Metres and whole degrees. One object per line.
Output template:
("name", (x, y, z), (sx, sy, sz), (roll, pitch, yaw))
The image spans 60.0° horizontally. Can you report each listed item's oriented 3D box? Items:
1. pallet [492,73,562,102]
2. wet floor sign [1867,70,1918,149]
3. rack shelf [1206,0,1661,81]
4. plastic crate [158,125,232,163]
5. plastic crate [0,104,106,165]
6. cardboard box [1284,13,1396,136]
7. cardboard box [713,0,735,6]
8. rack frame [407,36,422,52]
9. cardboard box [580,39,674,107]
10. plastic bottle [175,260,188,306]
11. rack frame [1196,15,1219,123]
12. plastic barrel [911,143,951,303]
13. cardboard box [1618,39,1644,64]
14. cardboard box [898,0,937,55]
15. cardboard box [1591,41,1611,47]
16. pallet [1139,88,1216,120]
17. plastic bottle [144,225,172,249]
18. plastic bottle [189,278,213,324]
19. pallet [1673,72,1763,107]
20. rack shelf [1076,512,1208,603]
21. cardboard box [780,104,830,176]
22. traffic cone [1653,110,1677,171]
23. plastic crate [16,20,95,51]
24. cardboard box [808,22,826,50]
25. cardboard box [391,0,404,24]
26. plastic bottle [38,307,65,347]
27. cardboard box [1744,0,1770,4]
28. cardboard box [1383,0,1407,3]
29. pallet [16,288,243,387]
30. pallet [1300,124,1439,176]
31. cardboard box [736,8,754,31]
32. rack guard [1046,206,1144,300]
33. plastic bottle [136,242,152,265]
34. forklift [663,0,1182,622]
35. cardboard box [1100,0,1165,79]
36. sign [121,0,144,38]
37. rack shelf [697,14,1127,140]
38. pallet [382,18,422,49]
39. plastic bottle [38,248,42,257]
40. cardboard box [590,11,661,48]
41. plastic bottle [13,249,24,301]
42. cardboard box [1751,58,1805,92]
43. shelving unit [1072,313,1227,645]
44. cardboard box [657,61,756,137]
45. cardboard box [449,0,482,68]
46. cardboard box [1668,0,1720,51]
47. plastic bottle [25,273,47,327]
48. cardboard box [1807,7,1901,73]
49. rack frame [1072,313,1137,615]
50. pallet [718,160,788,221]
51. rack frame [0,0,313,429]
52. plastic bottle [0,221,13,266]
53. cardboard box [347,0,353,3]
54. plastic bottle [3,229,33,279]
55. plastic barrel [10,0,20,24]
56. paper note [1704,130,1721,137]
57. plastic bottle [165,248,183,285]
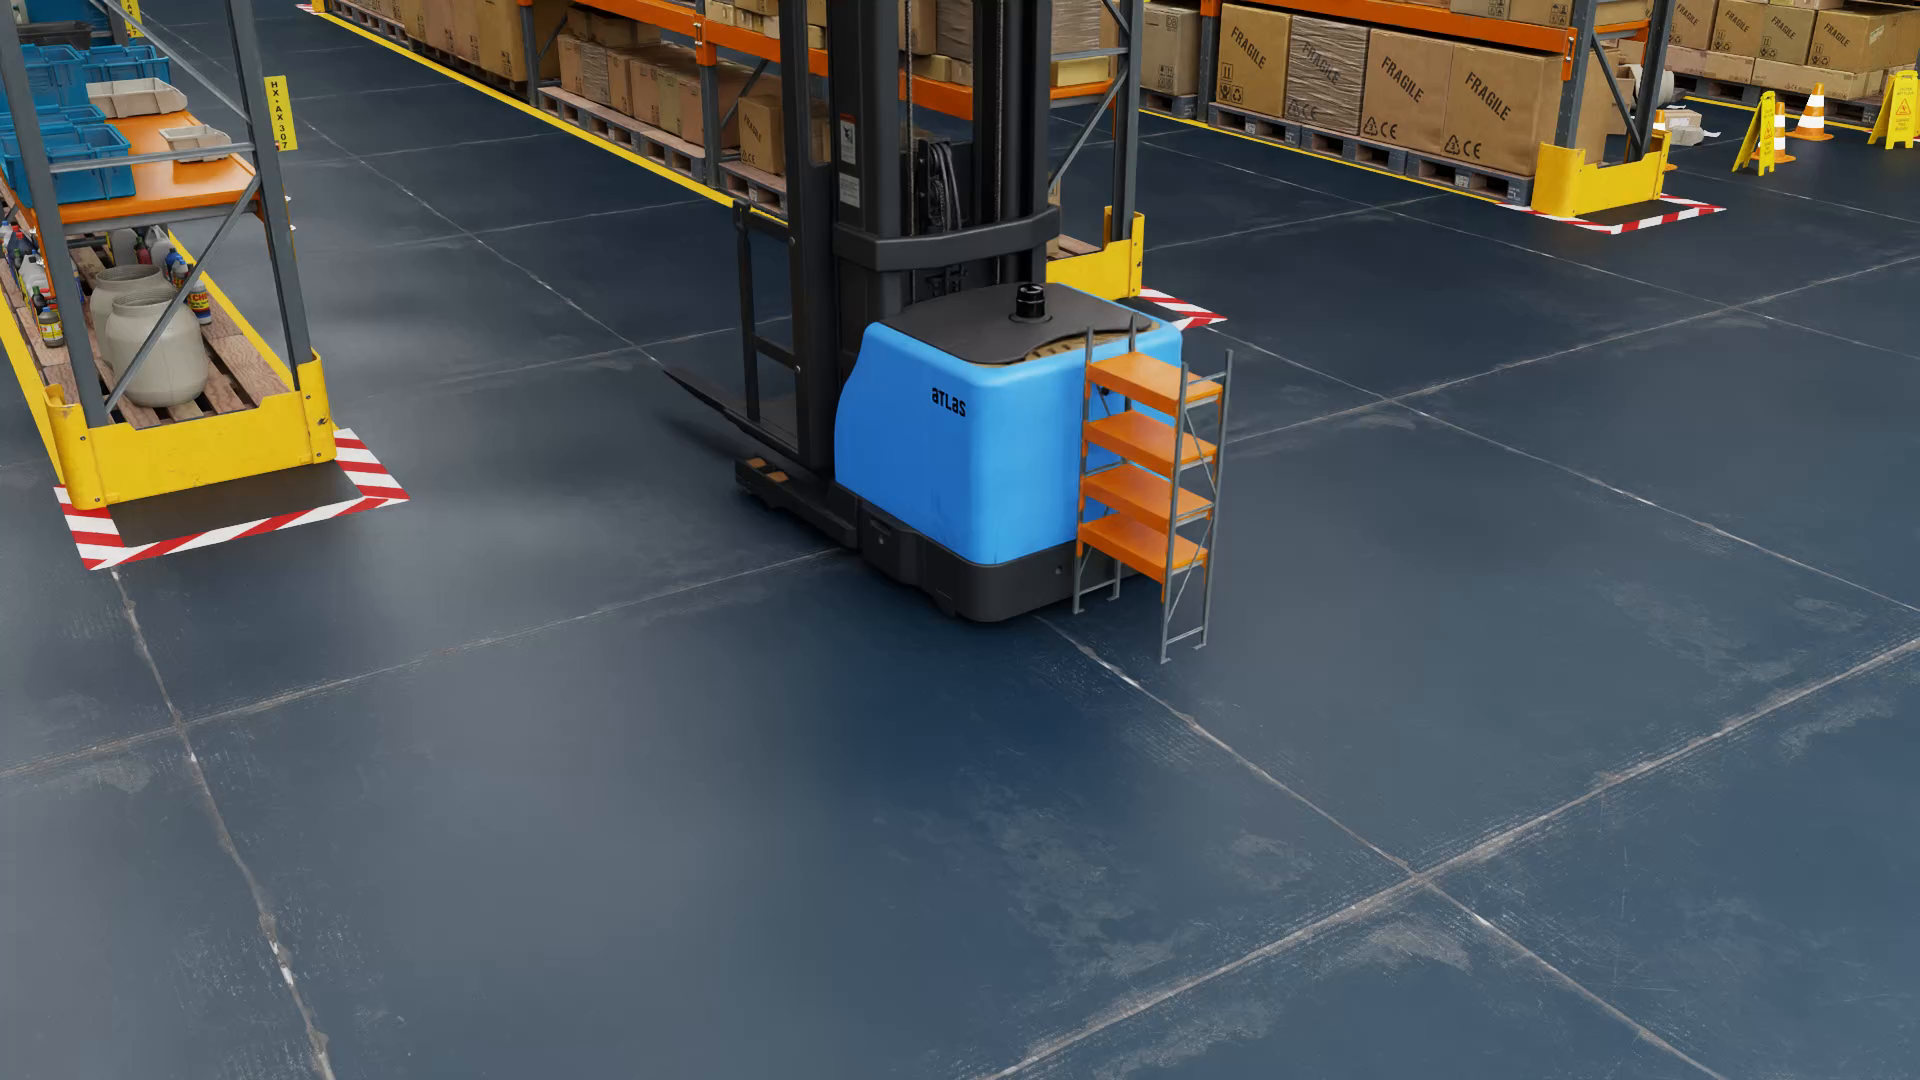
("pallet", (-4.102, -4.716, 16.994), (1.003, 0.211, 1.213), (-16, 29, -30))
("wet floor sign", (8.142, -3.744, 14.425), (0.267, 0.644, 0.232), (-6, 26, -12))
("rack shelf", (3.751, -4.326, 13.743), (1.077, 0.370, 4.000), (-16, 29, -30))
("plastic crate", (-3.737, -1.938, 8.151), (0.298, 0.136, 0.250), (-16, 29, -30))
("plastic crate", (-4.391, -1.938, 8.015), (0.499, 0.251, 0.408), (-16, 29, -30))
("cardboard box", (3.439, -4.033, 14.277), (0.875, 0.875, 0.875), (-15, 29, -29))
("cardboard box", (-1.358, -4.252, 12.277), (0.875, 0.500, 0.500), (-16, 29, -30))
("rack frame", (-5.919, -7.109, 18.794), (1.000, 3.000, 0.127), (-16, 29, -30))
("cardboard box", (-3.039, -4.316, 15.292), (0.700, 0.500, 0.500), (-18, 31, -34))
("plastic bottle", (-4.434, -1.471, 9.533), (0.097, 0.271, 0.097), (0, 25, 0))
("rack frame", (2.659, -5.367, 15.105), (1.000, 3.000, 0.127), (-16, 29, -30))
("plastic barrel", (-4.431, -2.648, 10.641), (2.904, 1.474, 11.699), (-16, 29, -30))
("cardboard box", (7.148, -5.041, 17.143), (0.500, 0.250, 0.500), (-14, 29, -27))
("cardboard box", (-0.019, -3.350, 10.367), (0.875, 0.500, 0.500), (-16, 29, -30))
("cardboard box", (6.196, -4.727, 16.675), (0.500, 0.500, 0.500), (3, 25, 6))
("pallet", (2.175, -4.364, 16.248), (1.003, 0.211, 1.213), (-16, 29, -30))
("plastic bottle", (-4.827, -1.747, 10.024), (0.144, 0.351, 0.185), (-16, 29, -30))
("plastic bottle", (-4.246, -1.348, 9.273), (0.097, 0.271, 0.097), (0, 25, 0))
("pallet", (7.818, -4.627, 16.804), (1.003, 0.211, 1.213), (-16, 29, -30))
("rack shelf", (0.700, 0.049, 6.349), (0.258, 0.148, 0.480), (-18, 32, -34))
("cardboard box", (-1.048, -2.951, 12.424), (0.500, 0.500, 0.500), (-6, 26, -13))
("traffic cone", (5.743, -3.310, 13.719), (0.336, 0.463, 0.334), (-16, 29, -30))
("plastic crate", (-5.522, -2.848, 9.842), (0.767, 0.338, 0.504), (-16, 29, -30))
("cardboard box", (-0.856, -3.453, 11.345), (0.380, 0.149, 0.250), (-16, 29, -30))
("cardboard box", (-6.212, -6.592, 19.698), (0.875, 0.875, 0.875), (-16, 29, -30))
("plastic bottle", (-4.888, -1.150, 8.936), (0.097, 0.201, 0.097), (0, 25, 0))
("cardboard box", (7.746, -5.232, 15.909), (0.380, 0.149, 0.250), (-14, 29, -27))
("cardboard box", (3.759, -4.727, 13.575), (0.875, 0.550, 0.500), (-16, 29, -30))
("pallet", (-4.700, -1.145, 9.429), (1.003, 0.211, 1.213), (-16, 29, -30))
("pallet", (3.679, -3.379, 14.160), (1.003, 0.211, 1.213), (-16, 29, -30))
("cardboard box", (-1.401, -3.811, 12.104), (0.380, 0.149, 0.250), (-16, 29, -30))
("rack guard", (0.591, -1.713, 10.294), (1.175, 0.500, 0.348), (-16, 29, -30))
("plastic bottle", (-4.831, -1.632, 9.860), (0.061, 0.283, 0.133), (-16, 29, -30))
("forklift", (5.066, -4.769, 13.918), (18.730, 2.935, 8.709), (-17, 30, -32))
("cardboard box", (1.722, -5.086, 16.654), (1.050, 0.750, 0.750), (-16, 29, -30))
("sign", (-5.234, -3.342, 10.492), (0.100, 0.325, 0.005), (-16, 29, -30))
("rack shelf", (-0.460, -3.206, 11.371), (1.077, 0.370, 4.000), (-16, 29, -30))
("pallet", (-6.268, -6.138, 20.004), (1.003, 0.211, 1.213), (-16, 29, -30))
("plastic bottle", (-5.428, -1.649, 9.910), (0.097, 0.271, 0.097), (0, 25, 0))
("cardboard box", (-3.046, -4.666, 15.154), (0.500, 0.250, 0.500), (-12, 28, -24))
("plastic bottle", (-5.450, -1.542, 9.669), (0.061, 0.283, 0.133), (-14, 29, -27))
("cardboard box", (7.992, -4.486, 15.968), (0.500, 0.250, 0.500), (-15, 29, -29))
("shelving unit", (0.702, -0.190, 6.233), (0.258, 1.200, 0.499), (-18, 32, -34))
("cardboard box", (-2.113, -3.715, 14.019), (0.700, 0.500, 0.500), (-16, 29, -30))
("cardboard box", (-4.575, -5.479, 17.340), (1.225, 0.875, 0.875), (-15, 29, -29))
("cardboard box", (7.431, -5.194, 16.589), (0.500, 0.500, 0.500), (-14, 29, -27))
("plastic bottle", (-5.078, -1.330, 9.230), (0.152, 0.276, 0.135), (-16, 30, -31))
("cardboard box", (8.279, -4.637, 15.410), (0.500, 0.500, 0.500), (-15, 29, -29))
("rack frame", (0.553, -0.276, 6.402), (0.240, 1.200, 0.015), (-18, 32, -34))
("pallet", (-1.155, -2.754, 12.837), (1.003, 0.211, 1.213), (-16, 29, -30))
("rack frame", (-3.518, -1.662, 7.257), (1.000, 3.000, 0.127), (-16, 29, -30))
("plastic bottle", (-5.895, -1.842, 10.319), (0.097, 0.271, 0.097), (0, 25, 0))
("cardboard box", (-7.686, -7.558, 21.744), (0.875, 0.875, 0.875), (-16, 29, -30))
("plastic bottle", (-5.695, -1.735, 10.086), (0.152, 0.276, 0.135), (-14, 29, -28))
("plastic barrel", (-6.440, -3.810, 11.648), (0.433, 0.535, 0.433), (0, 25, 0))
("paper note", (6.751, -3.658, 14.962), (0.142, 0.019, 0.148), (18, 31, 33))
("plastic bottle", (-4.599, -1.579, 9.762), (0.097, 0.271, 0.097), (0, 25, 0))
